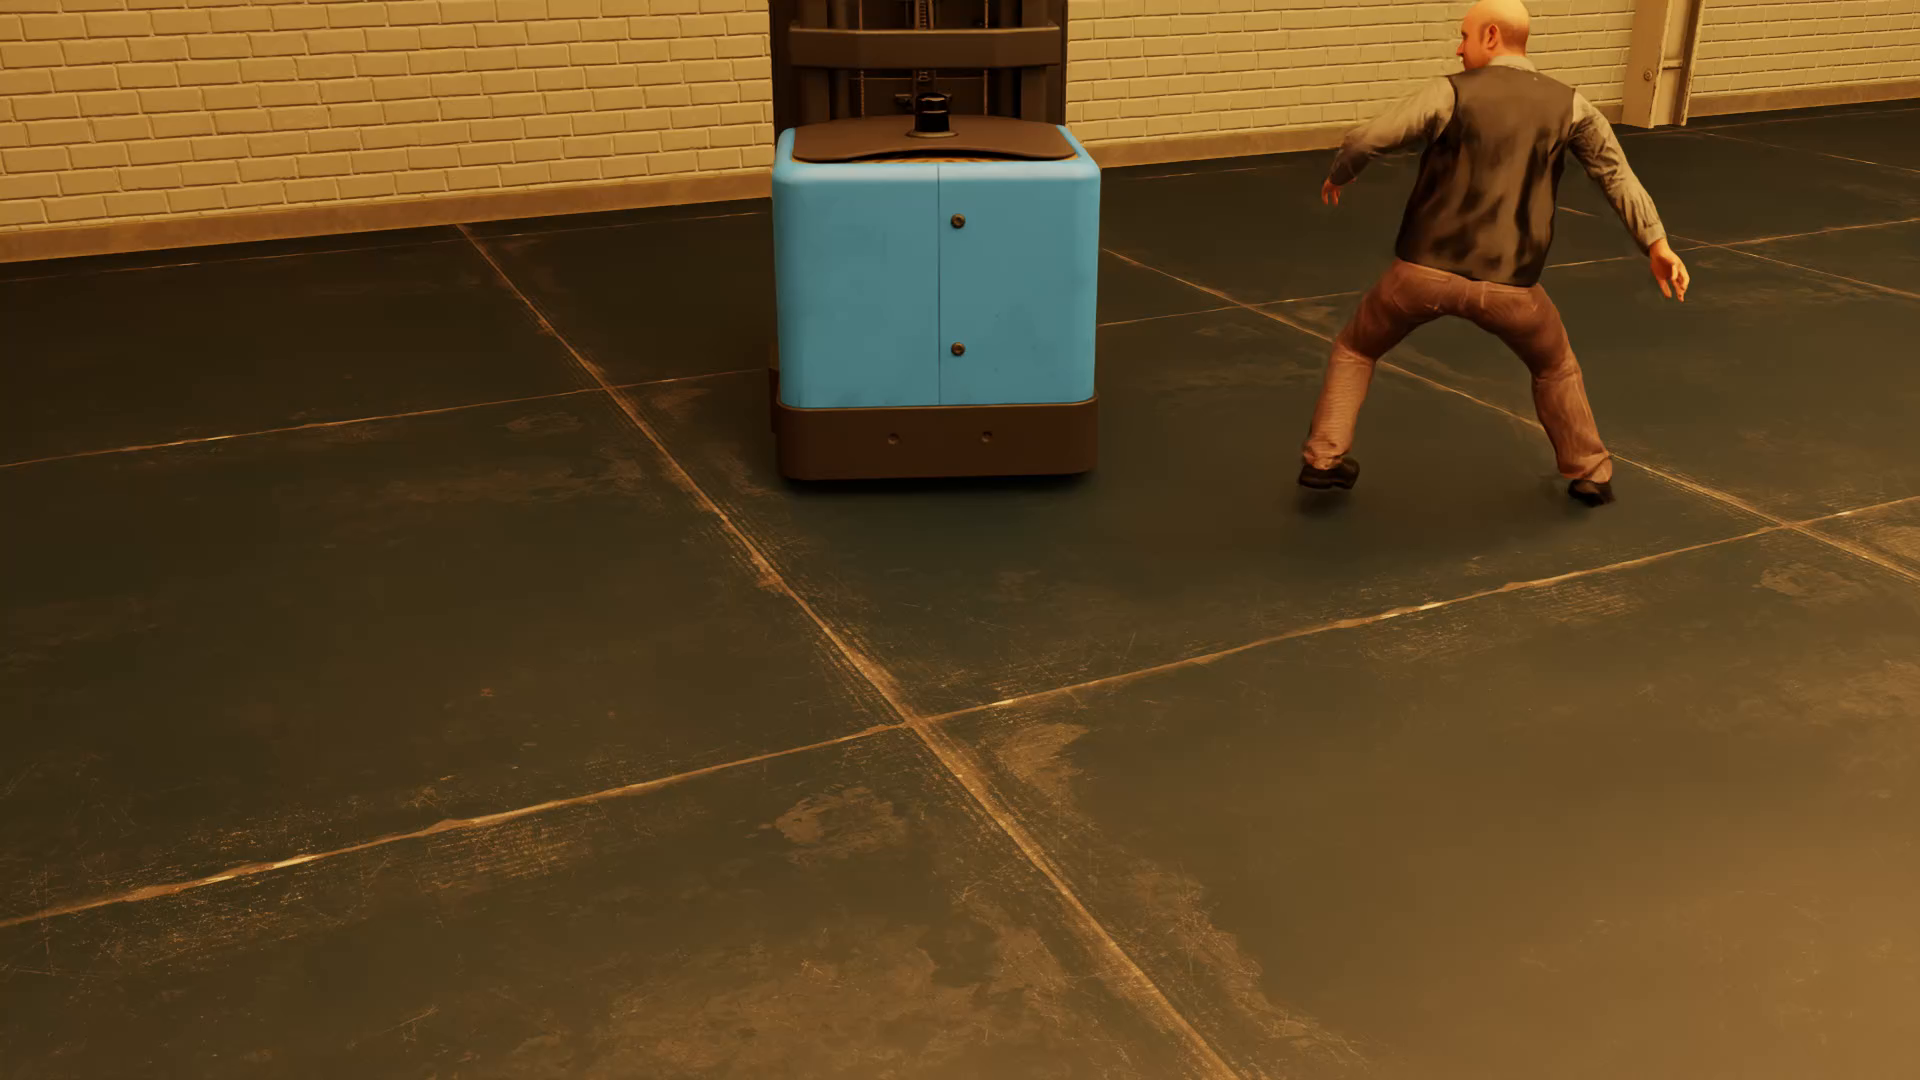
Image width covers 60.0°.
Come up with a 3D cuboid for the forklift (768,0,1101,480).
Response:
[{"bbox_3d":[-0.168,-2.070,6.269,1.130,2.935,3.031,-2,23,-4],"label":"forklift"}]

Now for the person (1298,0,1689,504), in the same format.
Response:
[{"bbox_3d":[1.633,-0.794,5.136,1.068,1.679,0.564,5,23,13],"label":"person"}]
